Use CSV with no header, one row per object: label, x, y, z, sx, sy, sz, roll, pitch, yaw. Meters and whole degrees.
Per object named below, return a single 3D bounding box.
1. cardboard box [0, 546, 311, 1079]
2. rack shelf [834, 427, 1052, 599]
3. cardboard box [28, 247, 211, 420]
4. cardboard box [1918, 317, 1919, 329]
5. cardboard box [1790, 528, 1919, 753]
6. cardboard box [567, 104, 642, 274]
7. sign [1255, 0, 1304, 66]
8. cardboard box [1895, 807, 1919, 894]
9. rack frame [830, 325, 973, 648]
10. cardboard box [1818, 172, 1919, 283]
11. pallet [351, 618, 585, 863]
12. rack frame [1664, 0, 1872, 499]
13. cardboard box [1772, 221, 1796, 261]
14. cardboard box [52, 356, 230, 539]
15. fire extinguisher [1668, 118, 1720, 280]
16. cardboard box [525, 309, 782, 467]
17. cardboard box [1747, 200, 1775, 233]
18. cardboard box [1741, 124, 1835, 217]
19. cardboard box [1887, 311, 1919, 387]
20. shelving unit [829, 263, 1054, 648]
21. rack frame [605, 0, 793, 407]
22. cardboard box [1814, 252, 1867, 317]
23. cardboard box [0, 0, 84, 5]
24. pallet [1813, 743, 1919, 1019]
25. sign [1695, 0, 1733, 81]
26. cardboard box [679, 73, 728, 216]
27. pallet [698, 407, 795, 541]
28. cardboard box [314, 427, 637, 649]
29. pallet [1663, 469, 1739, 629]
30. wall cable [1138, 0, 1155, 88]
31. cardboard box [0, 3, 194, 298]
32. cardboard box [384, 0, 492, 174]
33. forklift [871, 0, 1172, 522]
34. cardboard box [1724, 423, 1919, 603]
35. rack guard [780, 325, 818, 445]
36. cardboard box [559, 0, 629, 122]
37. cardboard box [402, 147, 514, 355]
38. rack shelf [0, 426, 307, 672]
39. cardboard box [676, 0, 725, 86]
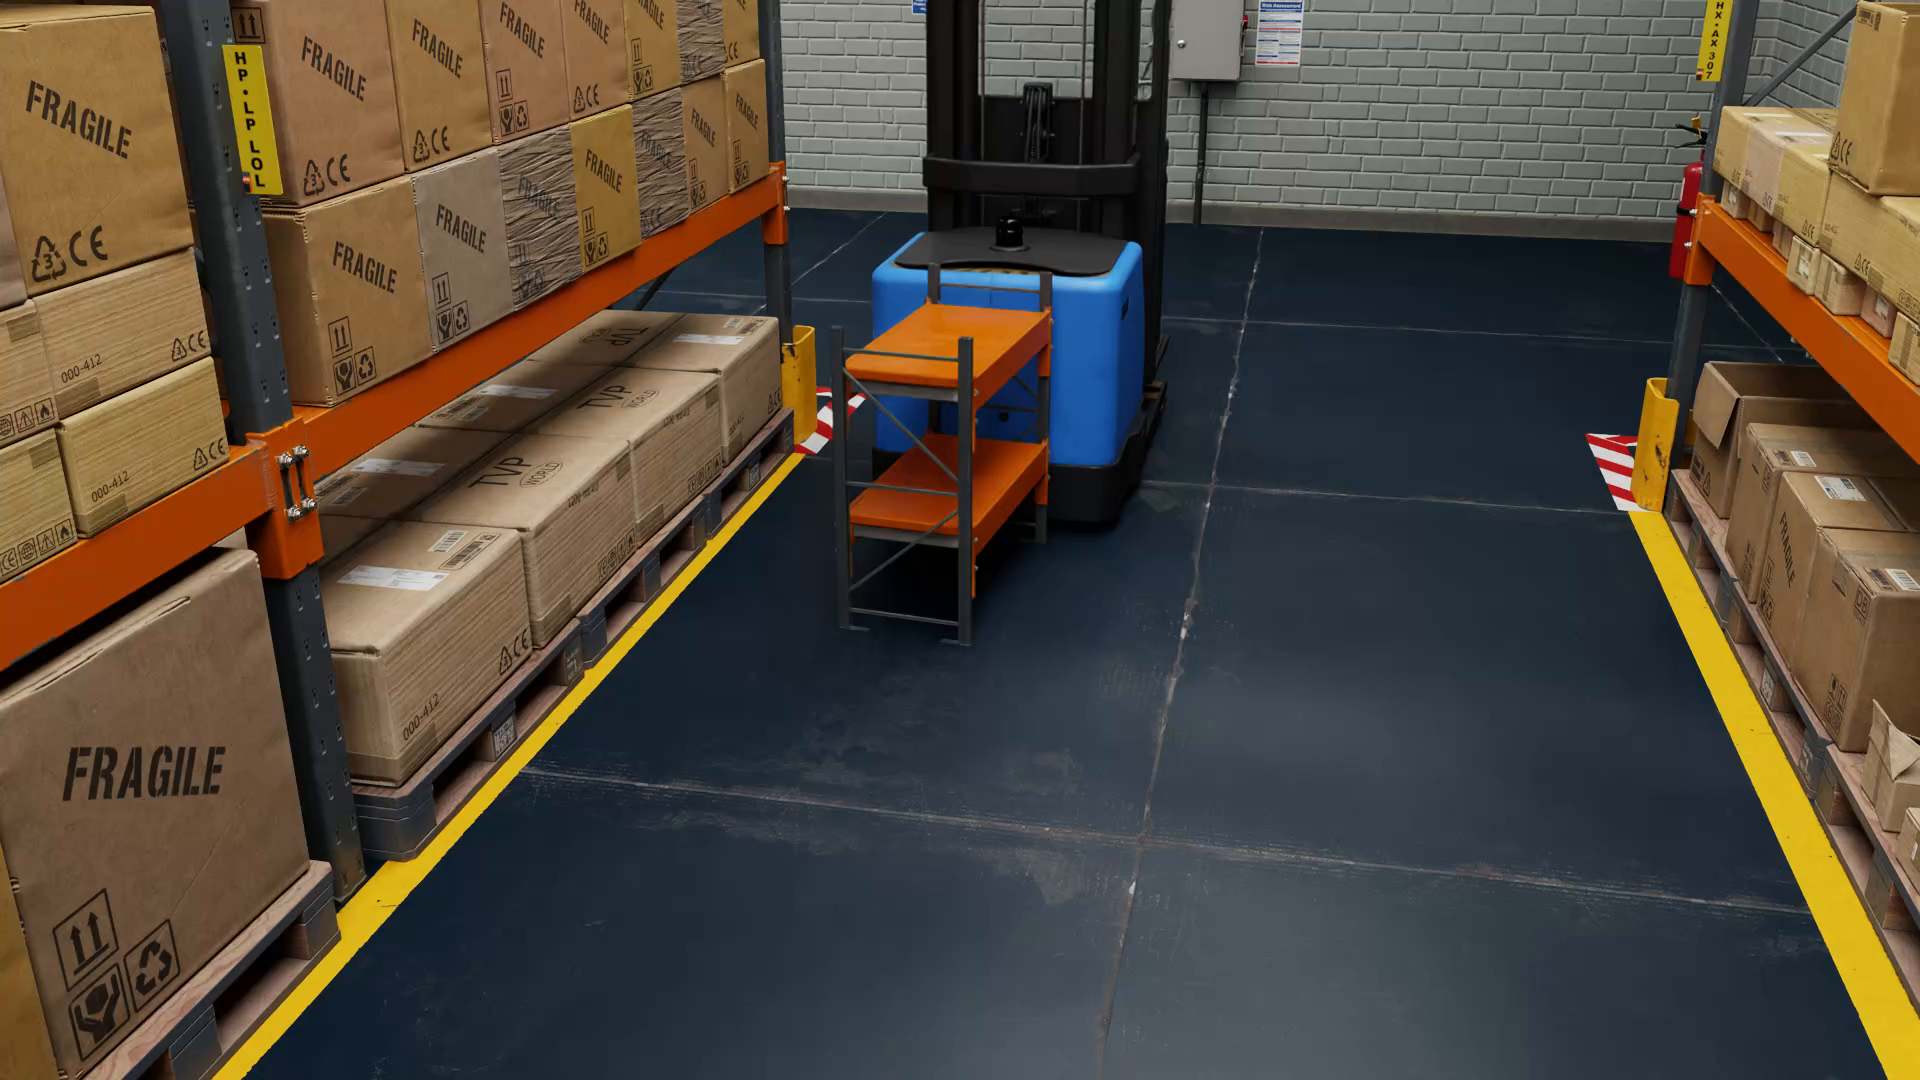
cardboard box,-2.169,0.547,3.763,0.875,0.875,0.875,5,23,13
rack shelf,-0.042,-0.128,6.320,0.538,0.278,1.000,7,23,17
cardboard box,-1.973,-0.459,3.511,0.500,0.250,0.500,4,22,11
cardboard box,2.692,-0.557,4.025,0.500,0.250,0.500,5,22,11
cardboard box,2.913,0.308,4.858,0.700,0.500,0.500,4,22,9
cardboard box,-1.449,-1.228,5.755,0.500,0.500,0.500,5,22,13
sign,2.375,-3.784,12.362,0.329,0.494,0.001,4,22,11
cardboard box,2.565,0.802,4.102,0.380,0.149,0.250,4,22,9
rack frame,-0.198,-0.174,5.780,0.500,1.125,0.032,7,23,17
cardboard box,2.913,-0.927,4.943,0.500,0.250,0.500,4,22,10
pallet,-1.889,0.545,5.219,1.003,0.211,1.213,4,22,11
rack frame,3.555,-1.563,6.719,1.000,3.000,0.127,4,22,11
cardboard box,3.082,-1.064,5.816,0.380,0.149,0.250,5,23,13
cardboard box,-1.966,-0.224,3.595,0.500,0.250,0.500,4,22,10
fire extinguisher,3.133,-1.443,7.024,0.296,0.674,0.183,4,22,11
cardboard box,-1.342,-0.697,7.437,0.875,0.438,0.875,4,22,9
cardboard box,3.213,-1.250,6.279,0.380,0.149,0.250,5,22,12
cardboard box,3.096,-1.301,5.872,0.500,0.250,0.500,5,22,11
cardboard box,2.723,-0.502,4.422,0.380,0.149,0.250,4,22,10
shelving unit,-0.042,-0.355,6.229,0.538,1.125,1.048,7,23,17
rack frame,-1.305,-1.940,7.655,1.000,3.000,0.127,4,22,11
cardboard box,2.874,-0.782,5.116,0.380,0.149,0.250,5,22,12
cardboard box,-2.295,-1.181,4.298,0.500,0.500,0.500,4,22,10
pallet,2.880,0.943,4.231,1.003,0.211,1.213,4,22,11
sign,3.024,-2.006,6.659,0.100,0.325,0.005,4,22,11
cardboard box,-1.261,-1.607,6.695,0.500,0.500,0.500,4,22,10
pallet,-1.391,-0.348,7.435,1.003,0.211,1.213,4,22,11
cardboard box,-1.706,-0.032,5.786,0.875,0.438,0.875,4,22,9
pallet,3.378,0.050,6.446,1.003,0.211,1.213,4,22,11
wall cable,1.214,-4.371,12.332,0.588,1.984,0.122,4,22,11
cardboard box,-1.966,-0.805,3.364,0.500,0.500,0.500,5,23,13
cardboard box,-1.678,-1.327,4.661,0.500,0.500,0.500,4,22,10
forklift,0.442,-1.952,7.778,1.130,2.935,3.031,5,22,11
cardboard box,3.125,-0.072,5.801,0.700,0.500,0.500,5,23,13
rack guard,-1.300,-0.789,8.144,1.175,0.500,0.348,4,22,11
cardboard box,-1.457,-1.698,5.581,0.500,0.500,0.500,4,22,11
cardboard box,-1.662,-0.859,4.836,0.500,0.500,0.500,5,22,11
rack shelf,-2.529,0.588,2.341,1.077,0.370,4.000,4,22,11
cardboard box,-1.248,-2.062,6.486,0.500,0.500,0.500,5,22,11
